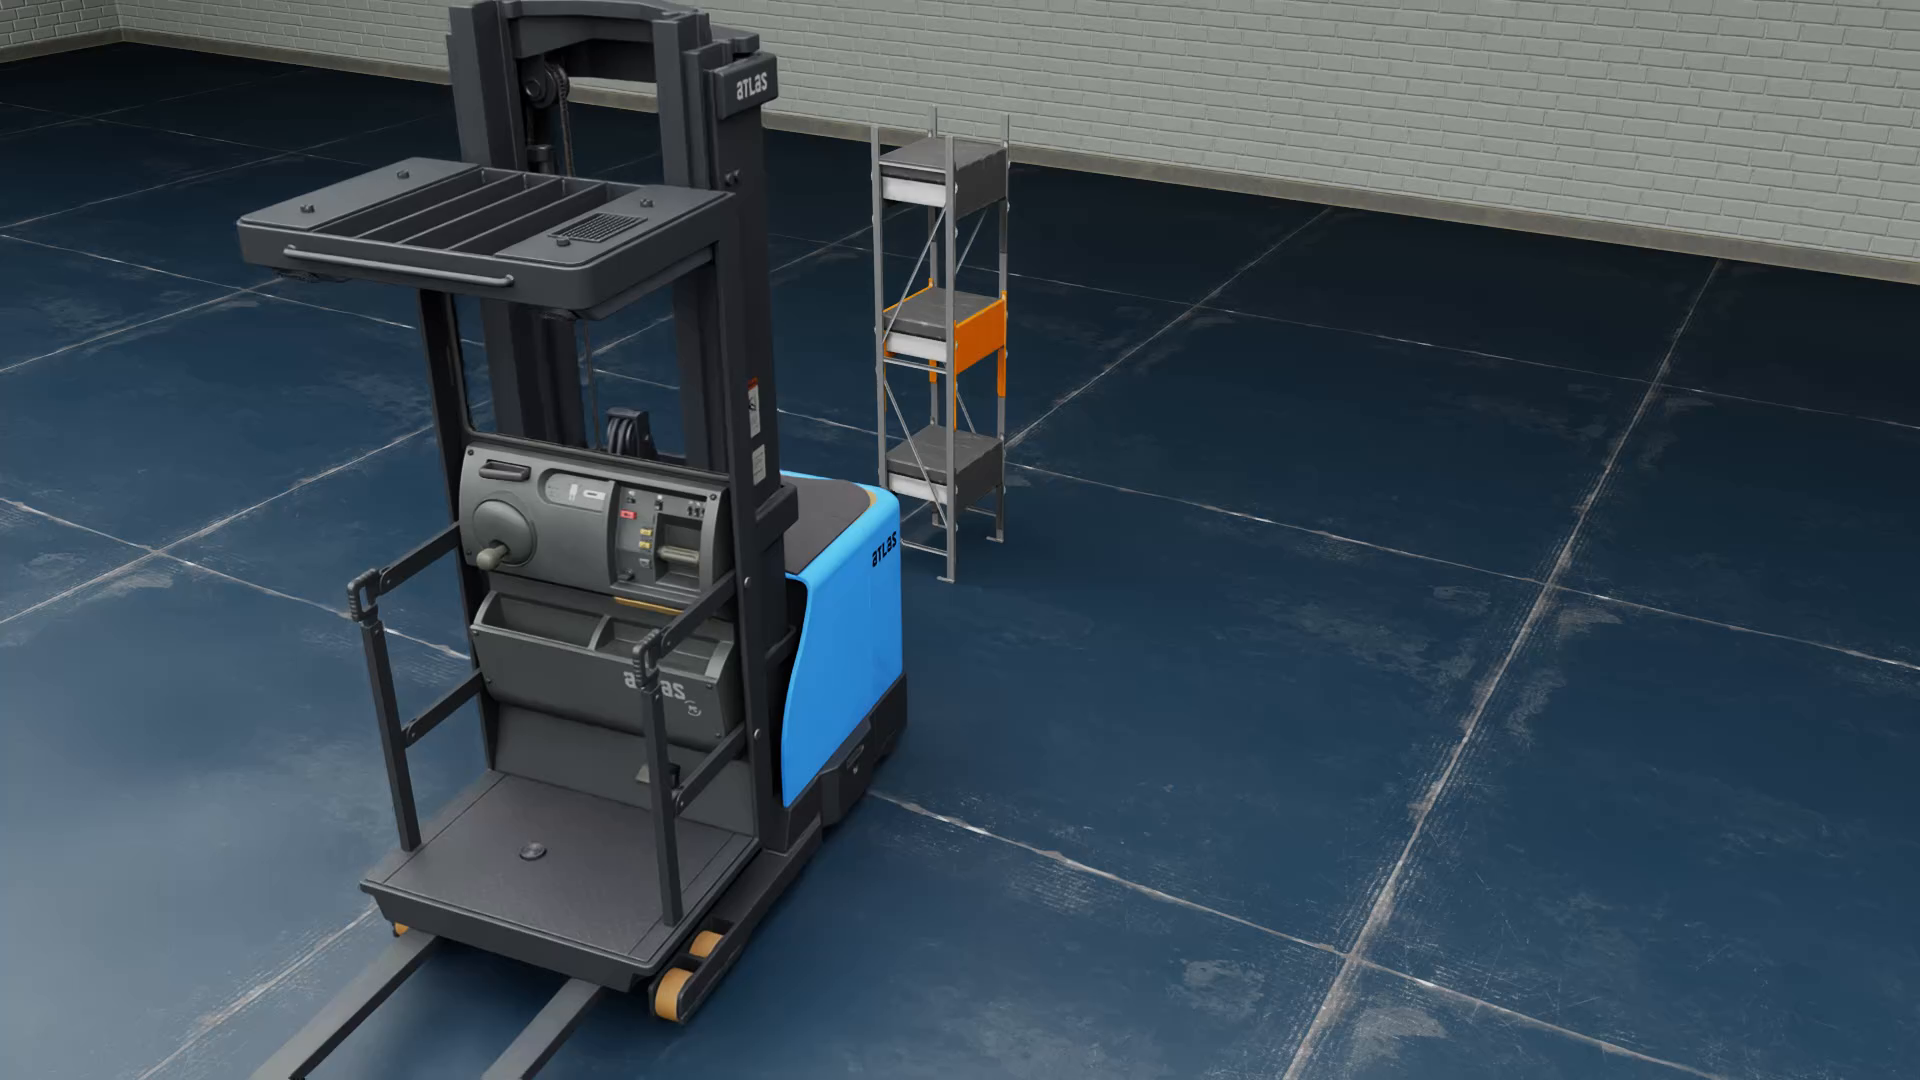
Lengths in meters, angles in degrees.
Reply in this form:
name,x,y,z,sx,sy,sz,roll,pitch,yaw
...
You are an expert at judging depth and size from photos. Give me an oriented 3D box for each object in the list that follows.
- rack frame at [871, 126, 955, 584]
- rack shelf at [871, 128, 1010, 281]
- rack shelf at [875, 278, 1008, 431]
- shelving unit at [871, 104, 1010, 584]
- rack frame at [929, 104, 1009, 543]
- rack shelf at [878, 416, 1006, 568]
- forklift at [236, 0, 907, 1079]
name,x,y,z,sx,sy,sz,roll,pitch,yaw
rack frame,-0.201,-0.779,7.461,0.400,2.100,0.015,14,30,26
rack shelf,-0.081,-1.488,7.344,0.431,0.518,0.480,14,30,26
rack shelf,-0.081,-0.862,7.657,0.431,0.518,0.480,14,30,26
shelving unit,-0.081,-0.874,7.651,0.431,2.100,0.503,14,30,26
rack frame,0.039,-0.970,7.841,0.400,2.100,0.015,14,30,26
rack shelf,-0.081,-0.236,7.971,0.431,0.518,0.480,14,30,26
forklift,-1.237,-0.011,4.998,1.130,2.935,3.031,10,28,20
